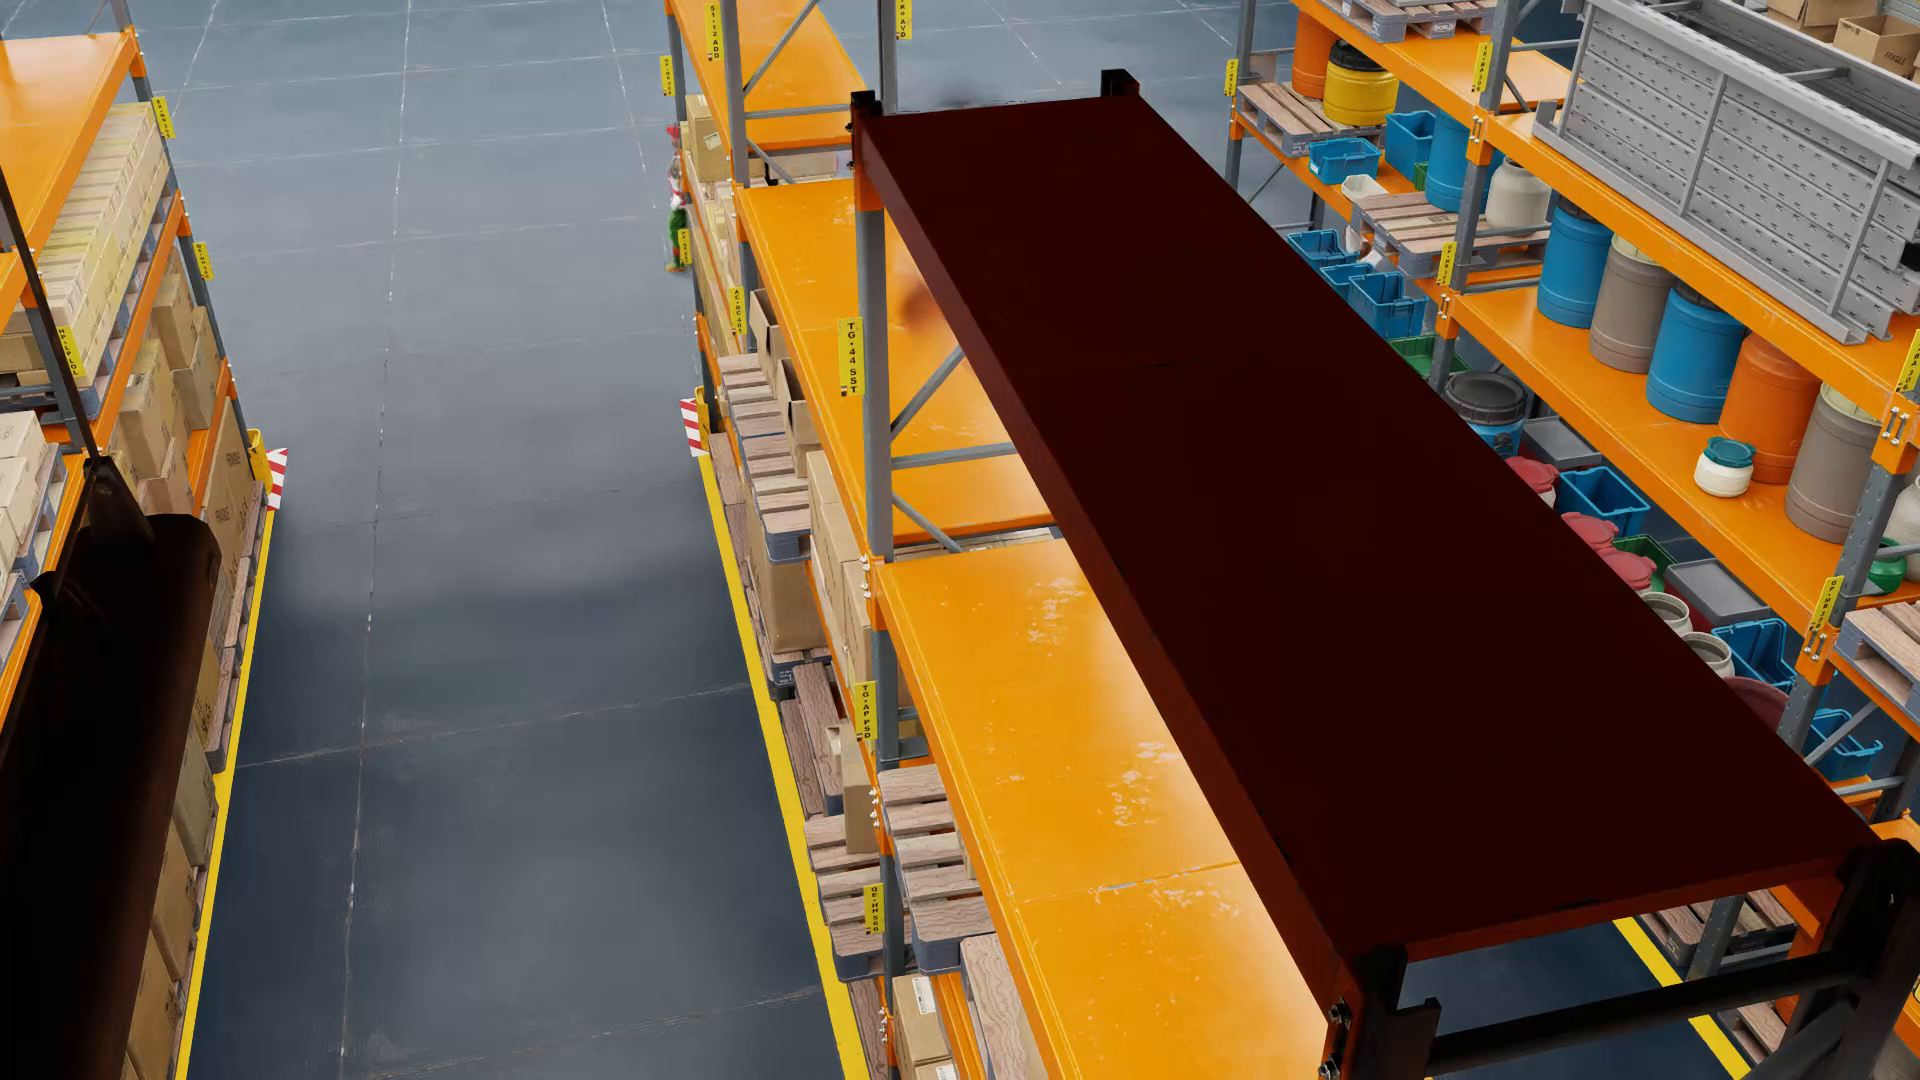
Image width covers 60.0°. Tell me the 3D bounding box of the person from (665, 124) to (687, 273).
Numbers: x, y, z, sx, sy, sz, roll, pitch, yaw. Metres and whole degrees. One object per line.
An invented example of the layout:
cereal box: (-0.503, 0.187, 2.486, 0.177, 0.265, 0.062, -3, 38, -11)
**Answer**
person: (-2.888, -3.598, 17.751, 0.945, 1.800, 0.698, 17, 38, 24)

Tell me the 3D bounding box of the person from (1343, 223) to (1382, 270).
person: (4.067, -2.798, 16.650, 0.687, 1.728, 0.699, 21, 40, 28)
